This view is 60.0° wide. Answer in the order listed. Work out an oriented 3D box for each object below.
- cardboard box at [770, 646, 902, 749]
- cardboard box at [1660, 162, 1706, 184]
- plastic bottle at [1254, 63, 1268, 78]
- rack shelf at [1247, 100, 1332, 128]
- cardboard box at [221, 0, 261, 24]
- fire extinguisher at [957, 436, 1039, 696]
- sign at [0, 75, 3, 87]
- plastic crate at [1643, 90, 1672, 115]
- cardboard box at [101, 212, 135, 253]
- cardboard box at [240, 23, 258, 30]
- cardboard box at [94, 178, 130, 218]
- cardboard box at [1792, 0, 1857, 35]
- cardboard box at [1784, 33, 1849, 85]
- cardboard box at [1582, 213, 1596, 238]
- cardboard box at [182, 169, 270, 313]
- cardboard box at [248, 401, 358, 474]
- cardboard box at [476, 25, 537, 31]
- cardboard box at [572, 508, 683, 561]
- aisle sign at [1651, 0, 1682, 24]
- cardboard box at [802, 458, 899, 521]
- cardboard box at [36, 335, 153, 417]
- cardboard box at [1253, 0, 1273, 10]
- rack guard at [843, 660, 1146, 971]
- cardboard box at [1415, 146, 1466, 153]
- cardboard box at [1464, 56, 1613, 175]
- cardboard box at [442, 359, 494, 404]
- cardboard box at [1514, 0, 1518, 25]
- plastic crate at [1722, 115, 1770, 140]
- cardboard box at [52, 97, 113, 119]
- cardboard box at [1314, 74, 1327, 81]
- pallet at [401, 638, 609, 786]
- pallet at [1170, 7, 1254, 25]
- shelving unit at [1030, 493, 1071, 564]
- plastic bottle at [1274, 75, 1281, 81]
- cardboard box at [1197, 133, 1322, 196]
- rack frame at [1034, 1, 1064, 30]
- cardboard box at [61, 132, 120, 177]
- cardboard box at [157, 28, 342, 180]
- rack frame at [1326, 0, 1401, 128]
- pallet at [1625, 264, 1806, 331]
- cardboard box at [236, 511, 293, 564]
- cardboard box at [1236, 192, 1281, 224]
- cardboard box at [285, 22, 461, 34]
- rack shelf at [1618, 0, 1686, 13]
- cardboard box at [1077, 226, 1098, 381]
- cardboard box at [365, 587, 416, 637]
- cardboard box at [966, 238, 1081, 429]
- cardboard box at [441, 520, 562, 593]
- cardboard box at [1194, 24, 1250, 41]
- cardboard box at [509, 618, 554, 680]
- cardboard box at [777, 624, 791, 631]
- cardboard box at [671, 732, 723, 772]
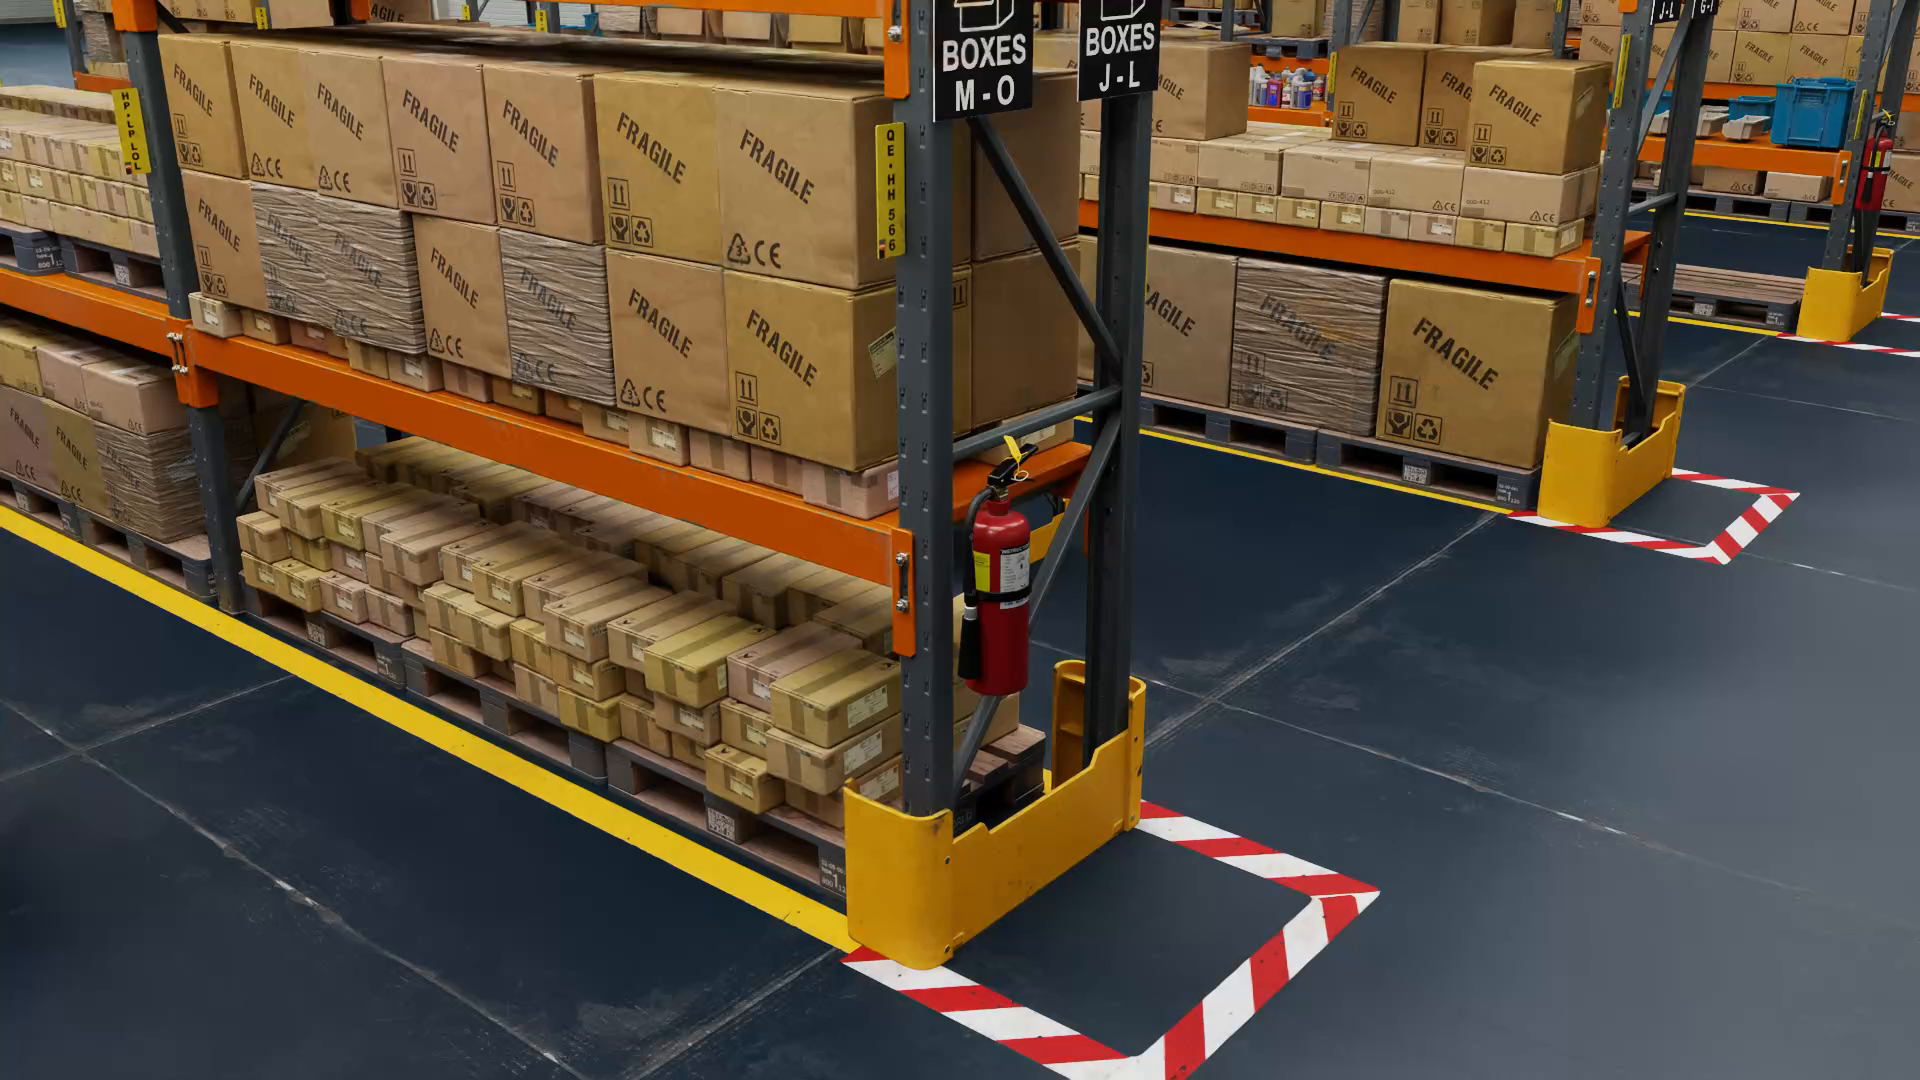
[{"bbox_3d":[-0.375,0.489,5.223,0.250,0.149,0.380,16,26,37],"label":"cardboard box"},{"bbox_3d":[7.779,-3.985,17.672,0.500,0.311,0.500,16,26,36],"label":"cardboard box"},{"bbox_3d":[2.615,-4.033,14.682,0.185,0.351,0.144,16,26,36],"label":"plastic bottle"},{"bbox_3d":[1.893,-4.011,15.572,4.000,0.370,1.077,16,26,36],"label":"rack shelf"},{"bbox_3d":[-6.410,-5.011,15.225,0.500,0.500,0.500,16,26,36],"label":"cardboard box"},{"bbox_3d":[0.098,0.072,4.365,0.183,0.674,0.296,16,26,36],"label":"fire extinguisher"},{"bbox_3d":[-5.667,-2.761,9.711,0.005,0.325,0.100,16,26,36],"label":"sign"},{"bbox_3d":[5.538,-3.397,13.078,0.300,0.233,0.416,16,26,36],"label":"plastic crate"},{"bbox_3d":[-3.538,-1.385,7.351,0.250,0.149,0.380,16,26,37],"label":"cardboard box"},{"bbox_3d":[-6.197,-4.635,15.645,0.500,0.500,0.875,16,26,36],"label":"cardboard box"},{"bbox_3d":[-3.542,-1.525,7.301,0.250,0.149,0.380,16,26,37],"label":"cardboard box"},{"bbox_3d":[8.361,-5.127,15.955,0.500,0.500,0.500,17,26,38],"label":"cardboard box"},{"bbox_3d":[8.370,-4.662,16.137,0.500,0.500,0.500,16,26,37],"label":"cardboard box"},{"bbox_3d":[3.343,-1.707,8.798,0.250,0.149,0.380,16,26,37],"label":"cardboard box"},{"bbox_3d":[-2.679,-1.220,6.590,0.500,0.500,0.500,16,26,35],"label":"cardboard box"},{"bbox_3d":[-3.309,-0.478,8.132,0.500,0.500,0.500,17,27,38],"label":"cardboard box"},{"bbox_3d":[-3.728,-3.890,13.494,0.700,0.500,0.500,-18,27,-39],"label":"cardboard box"},{"bbox_3d":[-1.283,0.010,6.493,0.250,0.149,0.380,16,26,36],"label":"cardboard box"},{"bbox_3d":[3.276,-2.773,7.586,0.004,0.787,0.394,16,26,36],"label":"aisle sign"},{"bbox_3d":[-0.236,-0.199,4.801,0.250,0.149,0.380,16,26,36],"label":"cardboard box"},{"bbox_3d":[-4.030,-0.807,7.941,0.500,0.250,0.500,18,27,39],"label":"cardboard box"},{"bbox_3d":[4.840,-8.259,25.052,0.700,0.500,0.500,-18,27,-39],"label":"cardboard box"},{"bbox_3d":[0.136,0.831,5.255,0.348,0.500,1.175,16,26,36],"label":"rack guard"},{"bbox_3d":[2.802,-2.019,9.061,0.500,0.250,0.500,16,26,36],"label":"cardboard box"},{"bbox_3d":[2.866,-2.111,8.244,0.500,0.500,0.500,16,26,37],"label":"cardboard box"},{"bbox_3d":[-1.603,-0.616,5.906,0.250,0.149,0.380,17,27,38],"label":"cardboard box"},{"bbox_3d":[7.606,-7.288,22.652,0.500,0.500,0.500,16,26,36],"label":"cardboard box"},{"bbox_3d":[5.795,-3.046,12.282,0.243,0.136,0.396,16,26,36],"label":"plastic crate"},{"bbox_3d":[-4.545,-2.250,8.802,0.250,0.149,0.380,16,26,36],"label":"cardboard box"},{"bbox_3d":[5.691,-6.831,24.950,0.500,0.500,0.700,16,26,36],"label":"cardboard box"},{"bbox_3d":[-1.412,0.503,6.534,1.213,0.211,1.003,16,26,36],"label":"pallet"},{"bbox_3d":[4.009,-8.094,25.653,1.213,0.211,1.003,16,26,36],"label":"pallet"},{"bbox_3d":[-0.059,-0.719,7.949,1.083,1.500,0.587,16,26,36],"label":"shelving unit"},{"bbox_3d":[2.893,-4.152,15.209,0.097,0.201,0.097,0,21,0],"label":"plastic bottle"},{"bbox_3d":[1.673,-2.101,9.280,0.500,0.250,0.500,16,26,36],"label":"cardboard box"},{"bbox_3d":[0.311,-2.547,10.671,0.127,3.000,1.000,16,26,36],"label":"rack frame"},{"bbox_3d":[-3.746,-1.725,7.410,0.250,0.149,0.380,15,25,35],"label":"cardboard box"},{"bbox_3d":[-2.708,-1.700,6.446,0.500,0.500,0.500,17,26,38],"label":"cardboard box"},{"bbox_3d":[3.442,-3.901,14.262,0.127,3.000,1.000,16,26,36],"label":"rack frame"},{"bbox_3d":[5.927,-1.898,12.903,1.213,0.211,1.003,16,26,36],"label":"pallet"},{"bbox_3d":[-2.825,-0.047,7.066,0.250,0.149,0.380,18,27,39],"label":"cardboard box"},{"bbox_3d":[1.741,-1.868,9.226,0.250,0.149,0.380,17,26,37],"label":"cardboard box"},{"bbox_3d":[-2.369,-1.837,6.807,0.500,0.500,0.500,15,25,34],"label":"cardboard box"},{"bbox_3d":[1.860,-3.168,9.086,4.000,0.370,1.077,16,26,36],"label":"rack shelf"},{"bbox_3d":[0.771,-1.580,10.524,0.875,0.875,0.875,16,26,36],"label":"cardboard box"},{"bbox_3d":[-2.165,0.236,6.735,0.250,0.149,0.380,15,26,35],"label":"cardboard box"},{"bbox_3d":[0.022,-0.683,5.165,0.500,0.500,0.500,18,27,39],"label":"cardboard box"},{"bbox_3d":[-1.740,0.069,6.337,0.250,0.149,0.380,15,25,34],"label":"cardboard box"},{"bbox_3d":[3.224,-6.198,20.479,0.500,0.311,0.500,18,27,40],"label":"cardboard box"},{"bbox_3d":[-1.394,0.347,6.019,0.250,0.149,0.380,18,27,39],"label":"cardboard box"},{"bbox_3d":[-0.601,0.296,6.156,0.250,0.149,0.380,17,27,38],"label":"cardboard box"},{"bbox_3d":[-0.758,0.644,5.656,0.250,0.149,0.380,16,26,36],"label":"cardboard box"}]
